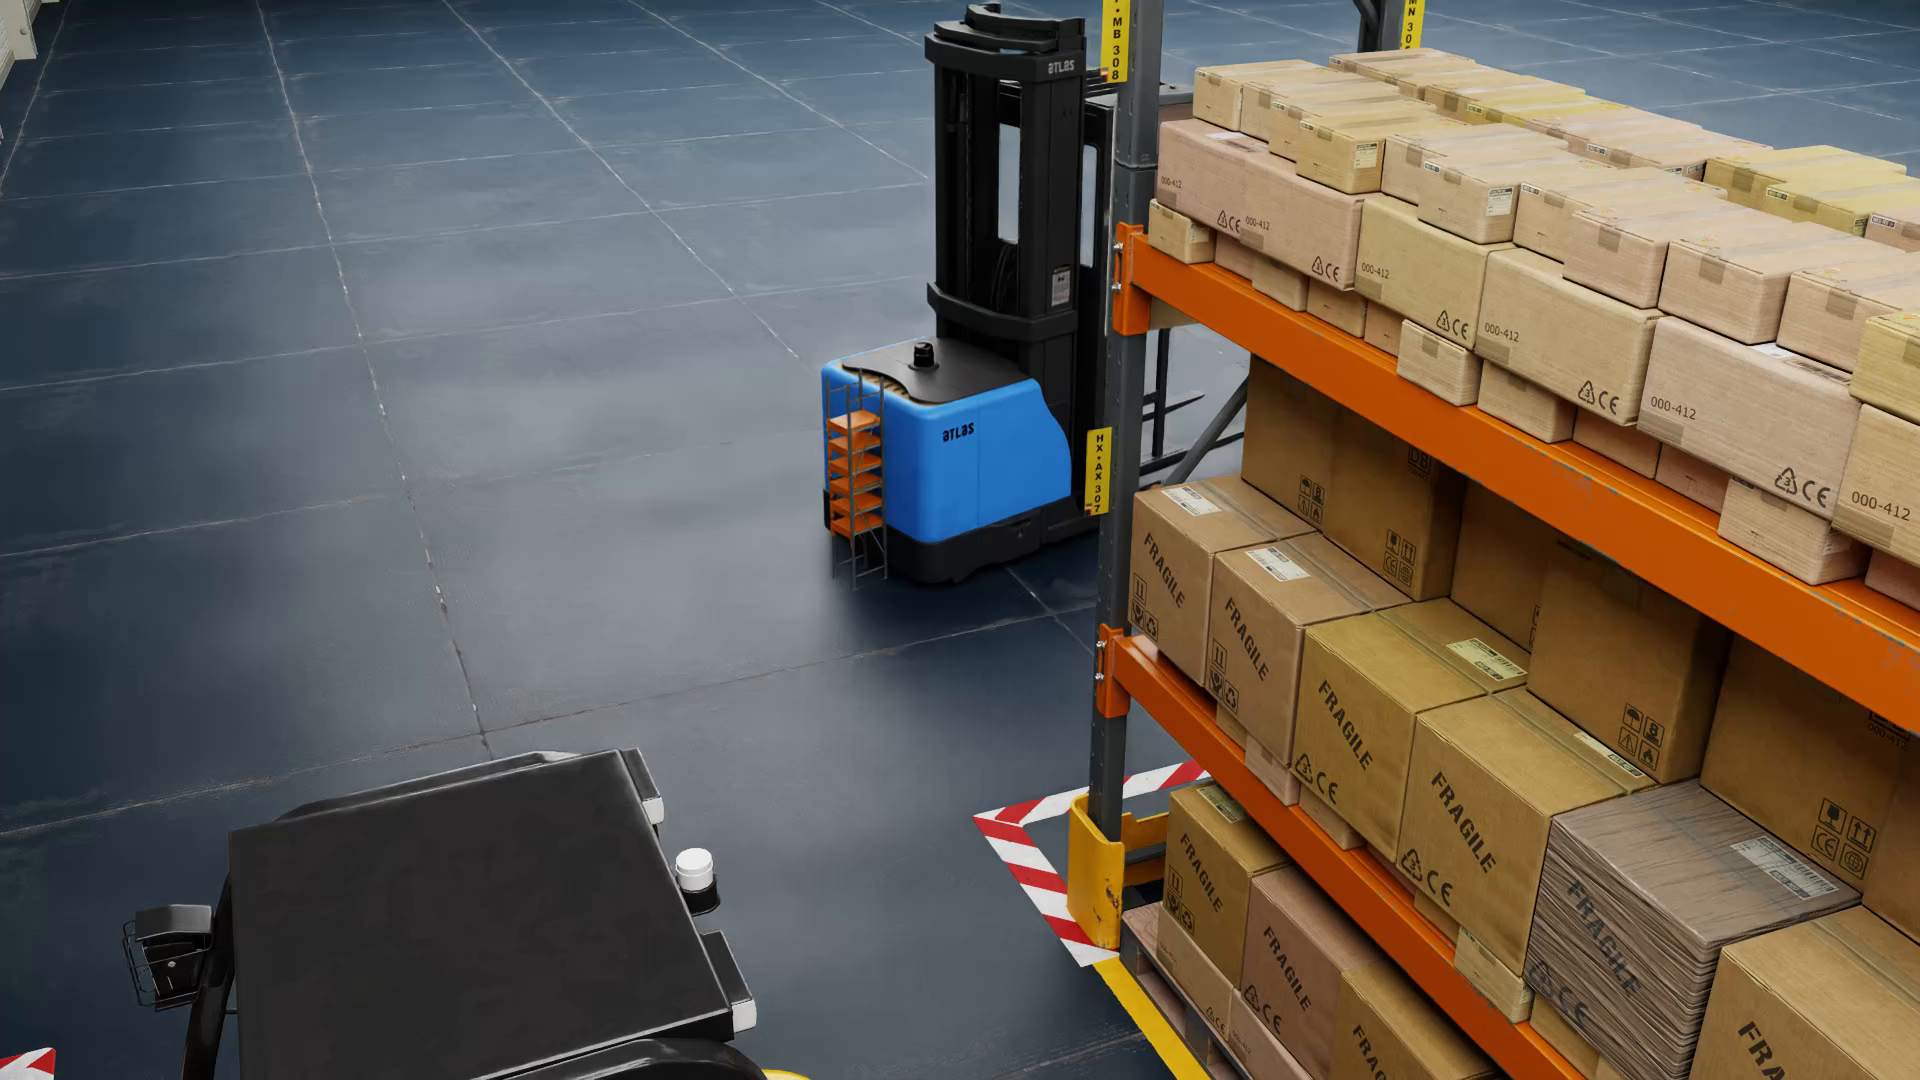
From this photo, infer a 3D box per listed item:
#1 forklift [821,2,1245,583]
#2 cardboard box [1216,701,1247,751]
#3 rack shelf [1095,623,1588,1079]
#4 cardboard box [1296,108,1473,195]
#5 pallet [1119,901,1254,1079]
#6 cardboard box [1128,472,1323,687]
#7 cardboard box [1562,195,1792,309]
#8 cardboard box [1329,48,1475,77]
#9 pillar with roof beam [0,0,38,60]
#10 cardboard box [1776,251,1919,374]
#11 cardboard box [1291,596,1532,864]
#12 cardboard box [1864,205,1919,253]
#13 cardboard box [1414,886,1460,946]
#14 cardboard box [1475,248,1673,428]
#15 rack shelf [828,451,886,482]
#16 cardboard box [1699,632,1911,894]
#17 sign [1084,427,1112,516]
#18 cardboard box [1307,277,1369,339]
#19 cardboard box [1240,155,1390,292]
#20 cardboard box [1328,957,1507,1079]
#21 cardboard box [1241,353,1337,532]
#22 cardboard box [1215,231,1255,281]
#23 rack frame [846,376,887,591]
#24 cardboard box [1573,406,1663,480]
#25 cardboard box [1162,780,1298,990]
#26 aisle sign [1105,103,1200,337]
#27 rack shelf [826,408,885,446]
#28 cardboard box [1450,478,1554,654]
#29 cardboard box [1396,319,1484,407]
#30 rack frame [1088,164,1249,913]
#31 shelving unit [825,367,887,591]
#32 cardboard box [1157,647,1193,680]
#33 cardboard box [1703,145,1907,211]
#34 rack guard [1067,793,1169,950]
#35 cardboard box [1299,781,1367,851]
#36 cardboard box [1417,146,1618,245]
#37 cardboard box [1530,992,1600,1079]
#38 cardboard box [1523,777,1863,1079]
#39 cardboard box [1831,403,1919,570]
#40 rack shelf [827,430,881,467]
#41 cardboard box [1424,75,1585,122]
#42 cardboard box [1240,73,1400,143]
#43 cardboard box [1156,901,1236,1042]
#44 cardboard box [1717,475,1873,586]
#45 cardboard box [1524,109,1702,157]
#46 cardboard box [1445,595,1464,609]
[{"bbox_3d":[0.665,-1.593,9.673,3.031,2.935,1.130,-20,32,-35],"label":"forklift"},{"bbox_3d":[1.070,0.563,5.463,0.380,0.149,0.250,-12,28,-22],"label":"cardboard box"},{"bbox_3d":[1.770,1.188,4.718,1.077,0.370,4.000,-11,28,-21],"label":"rack shelf"},{"bbox_3d":[1.122,-1.033,4.405,0.380,0.149,0.250,-11,28,-21],"label":"cardboard box"},{"bbox_3d":[1.302,1.675,6.079,1.003,0.211,1.213,-11,28,-21],"label":"pallet"},{"bbox_3d":[0.917,0.118,5.637,0.500,0.500,0.500,-11,28,-21],"label":"cardboard box"},{"bbox_3d":[1.533,-0.621,3.562,0.380,0.149,0.250,-10,28,-20],"label":"cardboard box"},{"bbox_3d":[1.391,-1.450,5.260,0.380,0.149,0.250,-10,28,-20],"label":"cardboard box"},{"bbox_3d":[-9.574,-11.777,23.614,9.100,9.000,0.400,-11,28,-21],"label":"pillar with roof beam"},{"bbox_3d":[1.806,-0.430,3.170,0.380,0.149,0.250,-11,28,-22],"label":"cardboard box"},{"bbox_3d":[1.323,0.532,4.789,0.500,0.500,0.500,-11,28,-22],"label":"cardboard box"},{"bbox_3d":[2.169,-0.621,3.561,0.380,0.149,0.250,-11,28,-21],"label":"cardboard box"},{"bbox_3d":[1.494,0.980,4.610,0.380,0.149,0.250,-11,28,-22],"label":"cardboard box"},{"bbox_3d":[1.534,-0.489,3.745,0.500,0.250,0.500,-10,28,-20],"label":"cardboard box"},{"bbox_3d":[-0.559,-0.390,9.009,0.258,0.103,0.180,-21,33,-36],"label":"rack shelf"},{"bbox_3d":[2.228,0.412,3.895,0.700,0.500,0.500,-11,28,-22],"label":"cardboard box"},{"bbox_3d":[0.487,-0.238,5.833,0.100,0.325,0.005,-11,28,-21],"label":"sign"},{"bbox_3d":[1.194,-0.689,4.609,0.380,0.149,0.250,-11,28,-21],"label":"cardboard box"},{"bbox_3d":[1.126,-0.903,4.594,0.500,0.250,0.500,-11,28,-21],"label":"cardboard box"},{"bbox_3d":[1.455,1.564,4.928,0.500,0.500,0.500,-10,28,-20],"label":"cardboard box"},{"bbox_3d":[1.387,-0.402,5.562,0.700,0.500,0.500,-11,28,-22],"label":"cardboard box"},{"bbox_3d":[1.003,-0.897,5.037,0.380,0.149,0.250,-12,28,-22],"label":"cardboard box"},{"bbox_3d":[-0.499,-0.291,8.979,0.240,1.200,0.006,-21,33,-36],"label":"rack frame"},{"bbox_3d":[1.631,-0.278,3.769,0.380,0.149,0.250,-11,28,-21],"label":"cardboard box"},{"bbox_3d":[1.058,1.150,5.777,0.500,0.500,0.500,-12,28,-22],"label":"cardboard box"},{"bbox_3d":[0.677,-1.083,5.585,0.394,0.787,0.004,-11,28,-21],"label":"aisle sign"},{"bbox_3d":[-0.559,-0.606,8.903,0.258,0.103,0.180,-21,33,-36],"label":"rack shelf"},{"bbox_3d":[1.873,-0.008,4.755,0.700,0.500,0.500,-11,28,-21],"label":"cardboard box"},{"bbox_3d":[1.327,-0.467,4.155,0.380,0.149,0.250,-10,28,-20],"label":"cardboard box"},{"bbox_3d":[0.986,0.057,6.214,1.000,3.000,0.127,-11,28,-21],"label":"rack frame"},{"bbox_3d":[-0.559,-0.322,9.042,0.258,1.200,0.189,-21,33,-36],"label":"shelving unit"},{"bbox_3d":[0.929,0.343,5.915,0.380,0.149,0.250,-10,28,-20],"label":"cardboard box"},{"bbox_3d":[2.022,-0.837,4.004,0.380,0.149,0.250,-10,28,-19],"label":"cardboard box"},{"bbox_3d":[1.016,1.211,6.699,1.175,0.500,0.348,-11,28,-21],"label":"rack guard"},{"bbox_3d":[1.259,0.772,5.035,0.380,0.149,0.250,-10,28,-19],"label":"cardboard box"},{"bbox_3d":[1.334,-0.830,3.989,0.380,0.149,0.250,-10,28,-19],"label":"cardboard box"},{"bbox_3d":[1.673,1.190,4.181,0.380,0.149,0.250,-11,28,-22],"label":"cardboard box"},{"bbox_3d":[1.735,0.942,3.950,0.500,0.500,0.500,-10,28,-19],"label":"cardboard box"},{"bbox_3d":[1.933,-0.078,2.904,0.500,0.250,0.500,-11,28,-21],"label":"cardboard box"},{"bbox_3d":[-0.559,-0.498,8.956,0.258,0.103,0.180,-21,33,-36],"label":"rack shelf"},{"bbox_3d":[1.573,-1.240,4.829,0.380,0.149,0.250,-11,28,-21],"label":"cardboard box"},{"bbox_3d":[1.051,-1.258,4.867,0.380,0.149,0.250,-11,28,-21],"label":"cardboard box"},{"bbox_3d":[1.048,1.477,5.961,0.500,0.250,0.500,-11,28,-21],"label":"cardboard box"},{"bbox_3d":[1.759,-0.056,3.313,0.380,0.149,0.250,-10,28,-19],"label":"cardboard box"},{"bbox_3d":[1.714,-1.028,4.396,0.380,0.149,0.250,-11,28,-21],"label":"cardboard box"},{"bbox_3d":[1.644,0.253,5.359,0.500,0.500,0.500,-11,28,-20],"label":"cardboard box"}]
